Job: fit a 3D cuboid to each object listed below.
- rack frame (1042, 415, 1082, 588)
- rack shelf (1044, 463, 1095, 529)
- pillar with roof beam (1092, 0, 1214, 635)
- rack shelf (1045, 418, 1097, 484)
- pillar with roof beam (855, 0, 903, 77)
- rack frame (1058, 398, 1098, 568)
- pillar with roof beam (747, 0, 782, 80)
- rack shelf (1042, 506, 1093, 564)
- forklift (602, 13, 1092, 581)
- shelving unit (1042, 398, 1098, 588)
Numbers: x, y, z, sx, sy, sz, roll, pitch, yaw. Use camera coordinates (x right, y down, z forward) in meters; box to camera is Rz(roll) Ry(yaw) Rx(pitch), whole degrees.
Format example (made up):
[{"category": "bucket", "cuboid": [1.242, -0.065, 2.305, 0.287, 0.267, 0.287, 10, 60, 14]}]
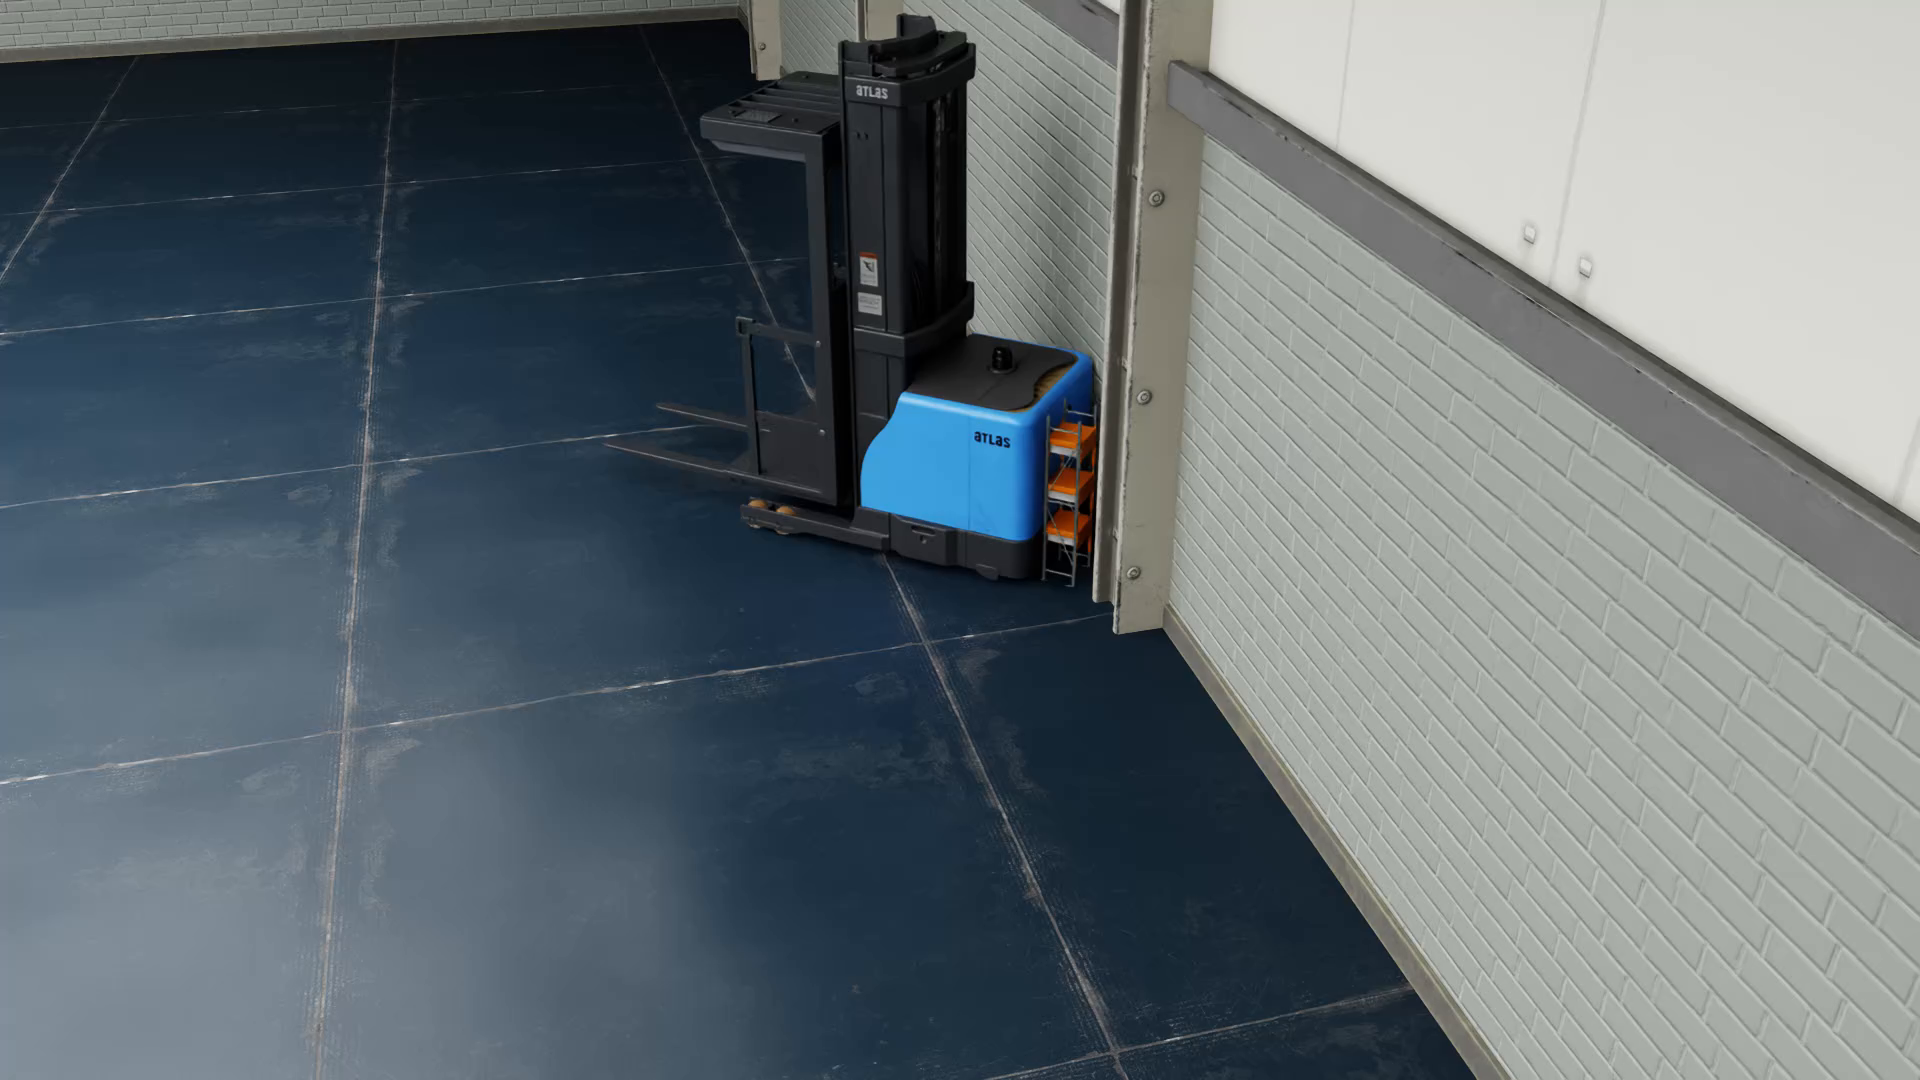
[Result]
[{"category": "rack frame", "cuboid": [0.566, -0.203, 9.284, 0.200, 1.050, 0.008, 13, 33, 21]}, {"category": "rack shelf", "cuboid": [0.617, -0.250, 9.386, 0.215, 0.259, 0.240, 13, 33, 21]}, {"category": "pillar with roof beam", "cuboid": [-3.203, -2.921, 6.045, 9.100, 9.000, 0.400, -8, 31, -13]}, {"category": "rack shelf", "cuboid": [0.617, -0.495, 9.243, 0.215, 0.259, 0.240, 13, 33, 21]}, {"category": "pillar with roof beam", "cuboid": [-4.795, -5.819, 11.052, 9.100, 9.000, 0.400, -8, 31, -13]}, {"category": "rack frame", "cuboid": [0.668, -0.314, 9.476, 0.200, 1.050, 0.008, 13, 33, 21]}, {"category": "pillar with roof beam", "cuboid": [-6.388, -8.717, 16.059, 9.100, 9.000, 0.400, -8, 31, -13]}, {"category": "rack shelf", "cuboid": [0.617, -0.009, 9.525, 0.215, 0.259, 0.240, 13, 33, 21]}, {"category": "forklift", "cuboid": [-0.771, -1.525, 9.689, 3.031, 2.935, 1.130, 13, 33, 21]}, {"category": "shelving unit", "cuboid": [0.617, -0.259, 9.380, 0.215, 1.050, 0.252, 13, 33, 21]}]
